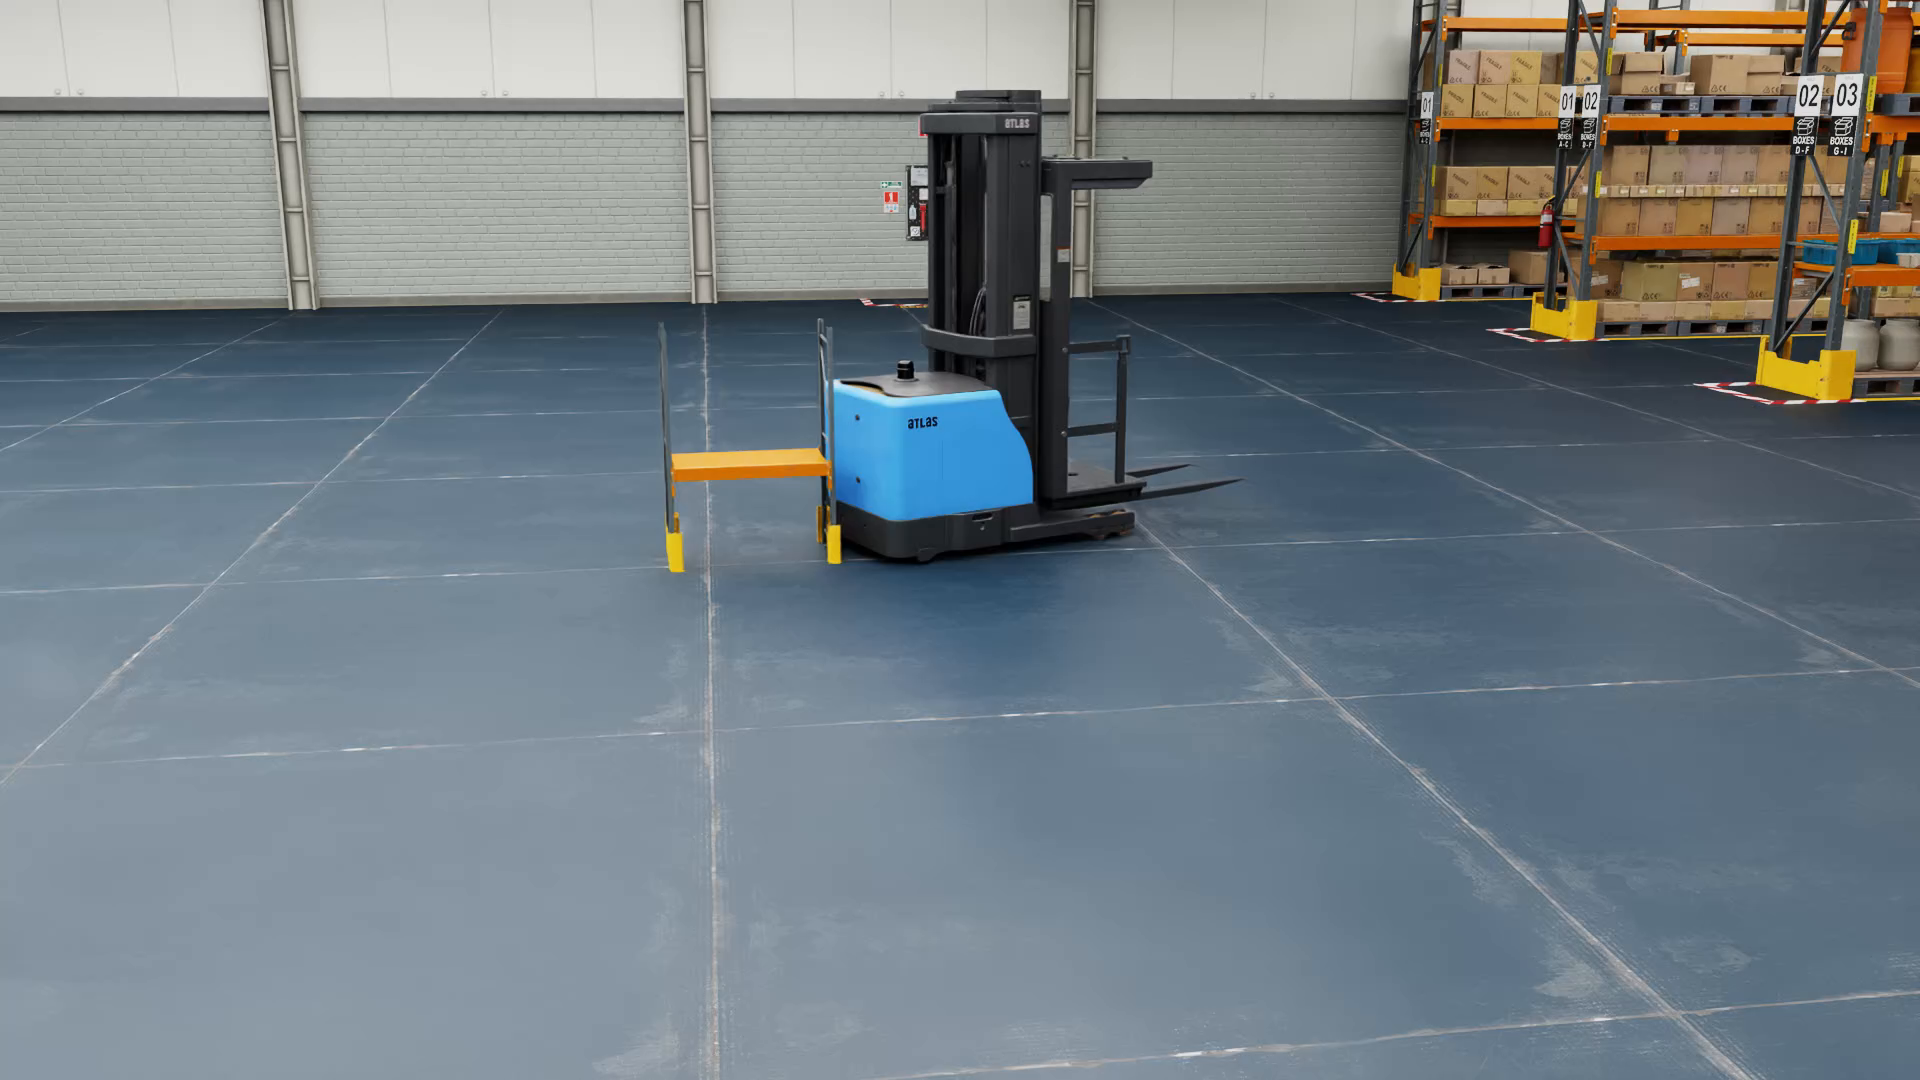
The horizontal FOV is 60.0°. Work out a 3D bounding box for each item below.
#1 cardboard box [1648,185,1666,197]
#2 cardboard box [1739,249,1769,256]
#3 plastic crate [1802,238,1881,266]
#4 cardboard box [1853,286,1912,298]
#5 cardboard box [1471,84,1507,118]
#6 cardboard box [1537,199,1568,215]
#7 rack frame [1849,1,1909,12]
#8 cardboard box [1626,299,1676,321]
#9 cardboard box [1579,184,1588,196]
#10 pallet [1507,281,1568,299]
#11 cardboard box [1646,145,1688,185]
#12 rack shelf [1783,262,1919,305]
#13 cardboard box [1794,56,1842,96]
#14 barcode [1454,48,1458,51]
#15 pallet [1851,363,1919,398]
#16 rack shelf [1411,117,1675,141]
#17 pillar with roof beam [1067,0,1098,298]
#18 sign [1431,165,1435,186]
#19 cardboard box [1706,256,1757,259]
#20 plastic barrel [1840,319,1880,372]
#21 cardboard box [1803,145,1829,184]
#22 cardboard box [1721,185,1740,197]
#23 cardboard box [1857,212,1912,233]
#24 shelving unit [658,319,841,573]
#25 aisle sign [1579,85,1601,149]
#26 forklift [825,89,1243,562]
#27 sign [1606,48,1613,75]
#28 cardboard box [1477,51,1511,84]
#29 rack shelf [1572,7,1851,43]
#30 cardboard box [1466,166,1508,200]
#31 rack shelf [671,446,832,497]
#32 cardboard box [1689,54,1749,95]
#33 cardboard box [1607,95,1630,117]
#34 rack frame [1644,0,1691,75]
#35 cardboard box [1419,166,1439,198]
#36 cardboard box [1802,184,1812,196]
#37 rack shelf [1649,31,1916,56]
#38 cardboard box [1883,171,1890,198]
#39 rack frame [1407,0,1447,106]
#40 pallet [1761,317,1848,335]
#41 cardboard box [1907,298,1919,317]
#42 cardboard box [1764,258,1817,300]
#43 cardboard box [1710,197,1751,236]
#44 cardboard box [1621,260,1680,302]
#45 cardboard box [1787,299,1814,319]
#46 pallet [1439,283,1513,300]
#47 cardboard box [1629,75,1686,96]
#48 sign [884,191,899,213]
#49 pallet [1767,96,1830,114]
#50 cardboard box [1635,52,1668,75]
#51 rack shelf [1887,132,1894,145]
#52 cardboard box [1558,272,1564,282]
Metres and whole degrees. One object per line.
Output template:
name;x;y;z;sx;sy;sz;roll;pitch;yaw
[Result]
cardboard box;8.963;-4.541;21.624;0.250;0.149;0.380;-2;14;-8
cardboard box;12.989;-4.604;27.649;0.500;0.500;0.700;-2;14;-8
plastic crate;9.220;-3.023;17.415;0.616;0.251;0.499;-2;14;-8
cardboard box;12.437;-3.439;22.403;0.500;0.311;0.500;-2;14;-8
cardboard box;8.198;-6.864;26.013;0.500;0.500;0.500;-1;14;-5
cardboard box;9.340;-5.323;26.550;0.500;0.250;0.500;-2;14;-8
rack frame;11.991;-7.252;21.638;0.127;3.000;1.000;-2;14;-8
cardboard box;9.093;-3.052;22.013;0.500;0.250;0.500;-2;14;-8
cardboard box;8.385;-4.619;21.936;0.250;0.149;0.380;-2;14;-9
pallet;9.382;-4.103;27.147;1.213;0.211;1.003;-2;14;-8
cardboard box;9.071;-4.911;21.764;0.500;0.500;0.700;-2;14;-10
rack shelf;10.748;-2.729;17.414;4.000;0.370;1.077;-2;14;-8
cardboard box;11.454;-6.162;22.102;0.500;0.500;0.500;-1;14;-4
barcode;7.922;-7.814;26.551;0.075;0.075;0.001;-2;14;-8
pallet;9.642;-1.695;17.546;1.213;0.211;1.003;-2;14;-8
rack shelf;9.272;-6.567;26.552;4.000;0.370;1.077;-2;14;-8
pillar with roof beam;2.566;-7.278;21.745;0.400;9.000;9.100;-2;14;-8
sign;7.375;-5.678;25.914;0.005;0.325;0.100;-2;14;-8
cardboard box;10.497;-3.598;22.648;0.500;0.500;0.500;-2;14;-8
plastic barrel;9.409;-2.044;17.458;0.421;0.512;0.421;0;14;0
cardboard box;11.054;-4.983;22.053;0.500;0.500;0.700;-2;14;-8
cardboard box;9.976;-4.578;21.770;0.250;0.149;0.380;-2;14;-8
cardboard box;12.471;-4.297;22.499;0.500;0.250;0.500;-1;14;-5
shelving unit;-1.343;-0.619;10.607;1.083;1.500;0.587;-3;14;-12
aisle sign;8.016;-5.382;21.170;0.004;0.787;0.394;-2;14;-8
forklift;0.598;-1.529;11.294;3.031;2.935;1.130;-8;16;-30
sign;8.112;-5.980;20.775;0.005;0.325;0.100;-2;14;-8
cardboard box;8.215;-7.348;25.886;0.500;0.500;0.500;-2;14;-9
rack shelf;10.013;-6.636;21.485;4.000;0.370;1.077;-2;14;-8
cardboard box;8.301;-5.649;26.307;0.500;0.500;0.500;-2;14;-8
rack shelf;-1.352;-0.444;10.649;1.000;0.185;0.538;-3;14;-12
cardboard box;9.719;-5.966;21.322;0.500;0.500;0.500;-2;14;-8
cardboard box;10.285;-6.953;26.368;0.500;0.500;0.500;-3;14;-13
rack frame;11.249;-8.443;26.388;0.127;3.000;1.000;-2;14;-8
cardboard box;7.728;-5.757;26.737;0.500;0.500;0.500;-2;14;-9
cardboard box;10.991;-4.615;21.919;0.250;0.149;0.380;-2;14;-8
rack shelf;13.227;-7.973;26.814;4.000;0.370;1.077;-2;14;-8
cardboard box;15.633;-5.961;27.967;0.500;0.500;0.500;-2;14;-8
rack frame;7.294;-8.298;25.810;0.127;3.000;1.000;-2;14;-8
pallet;11.198;-2.970;22.632;1.213;0.211;1.003;-2;14;-8
cardboard box;12.932;-3.185;22.544;0.500;0.250;0.500;-2;14;-7
cardboard box;11.069;-3.491;22.222;0.500;0.500;0.500;-2;14;-8
cardboard box;10.030;-4.316;22.059;0.500;0.500;0.700;-2;14;-7
cardboard box;9.093;-3.415;21.920;0.500;0.500;0.500;-2;14;-8
cardboard box;11.069;-3.127;22.311;0.500;0.250;0.500;-2;14;-8
pallet;8.178;-4.059;26.974;1.213;0.211;1.003;-2;14;-8
cardboard box;9.135;-5.956;21.794;0.500;0.250;0.500;-2;14;-8
sign;-1.087;-5.346;26.298;0.234;0.329;0.001;-2;14;-8
pallet;11.151;-5.716;21.865;1.213;0.211;1.003;-2;14;-8
cardboard box;10.794;-7.448;26.285;0.500;0.500;0.500;-3;14;-13
rack shelf;13.969;-5.520;22.379;4.000;0.370;1.077;-2;14;-8
cardboard box;9.665;-4.311;27.200;0.250;0.149;0.380;-3;14;-13
